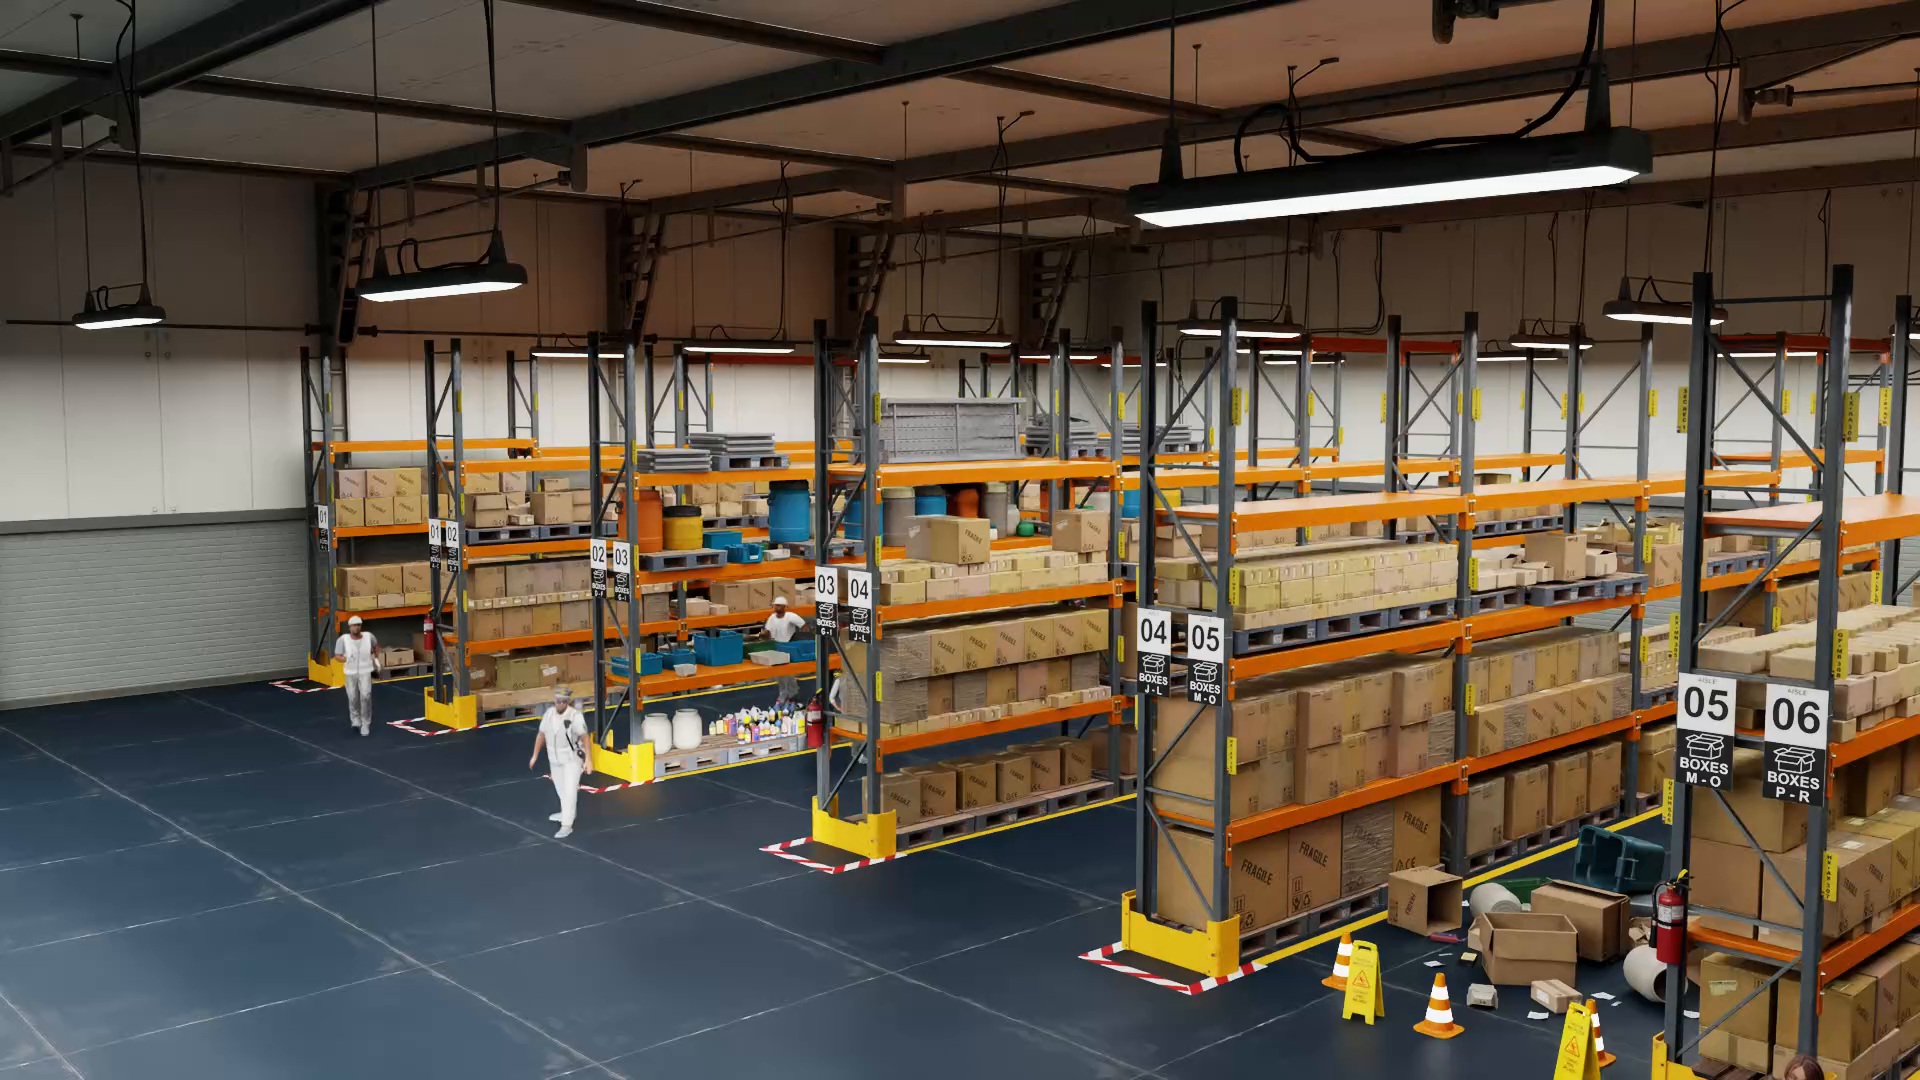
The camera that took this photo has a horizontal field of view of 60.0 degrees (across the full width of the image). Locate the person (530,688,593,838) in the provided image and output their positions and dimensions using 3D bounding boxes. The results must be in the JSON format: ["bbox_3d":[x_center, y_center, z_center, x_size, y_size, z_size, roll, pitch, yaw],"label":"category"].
[{"bbox_3d":[-4.709,2.578,19.680,0.693,1.705,0.910,2,5,17],"label":"person"}]

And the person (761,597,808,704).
[{"bbox_3d":[-2.971,1.845,27.798,0.663,1.811,0.830,4,7,41],"label":"person"}]

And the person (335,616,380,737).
[{"bbox_3d":[-9.138,2.059,25.239,0.642,1.836,0.855,-2,5,-18],"label":"person"}]

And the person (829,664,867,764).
[{"bbox_3d":[-1.483,2.395,22.712,0.642,1.541,0.774,-1,5,-15],"label":"person"}]

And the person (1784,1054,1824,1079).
[{"bbox_3d":[4.536,3.559,9.256,0.652,1.555,0.747,4,7,40],"label":"person"}]
